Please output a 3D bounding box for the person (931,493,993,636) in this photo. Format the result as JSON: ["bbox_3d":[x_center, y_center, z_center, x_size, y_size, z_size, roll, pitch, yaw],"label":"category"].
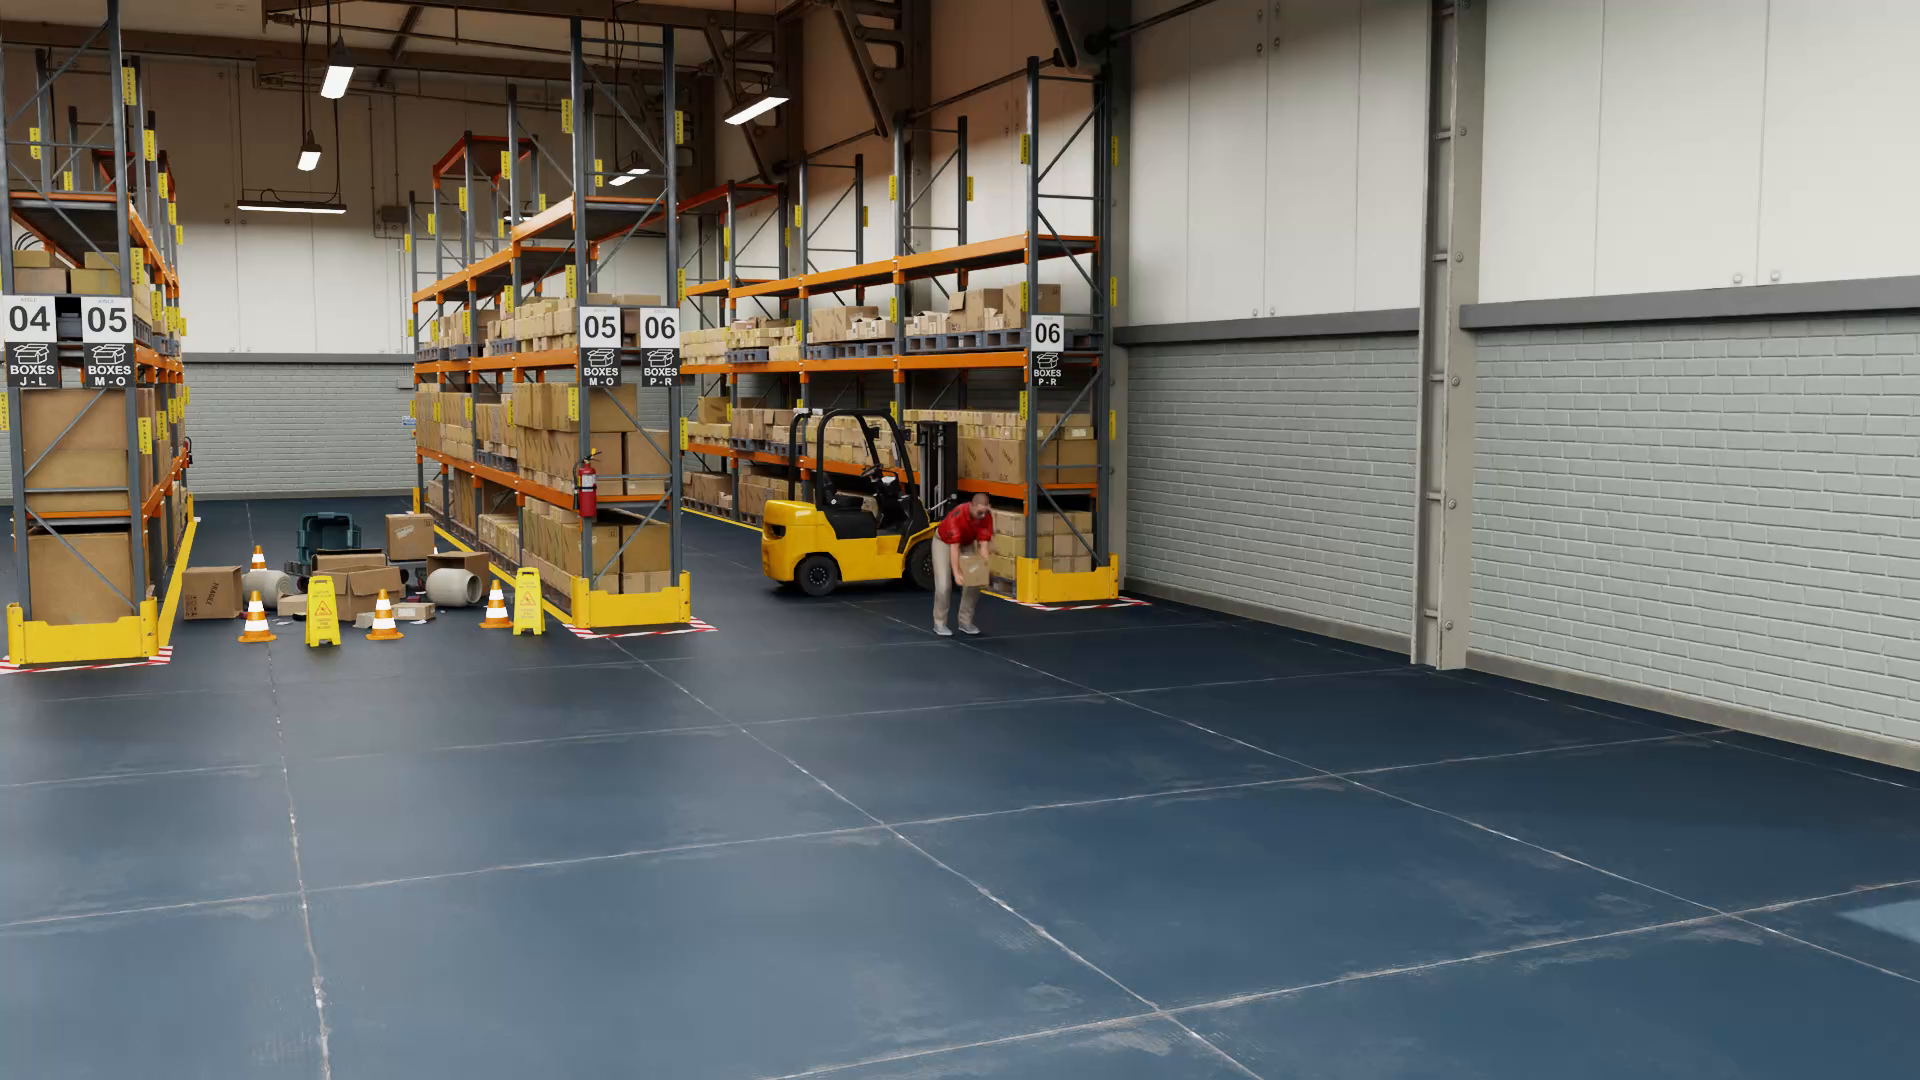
[{"bbox_3d":[0.039,0.231,16.103,0.491,1.412,0.844,-3,6,-25],"label":"person"}]
